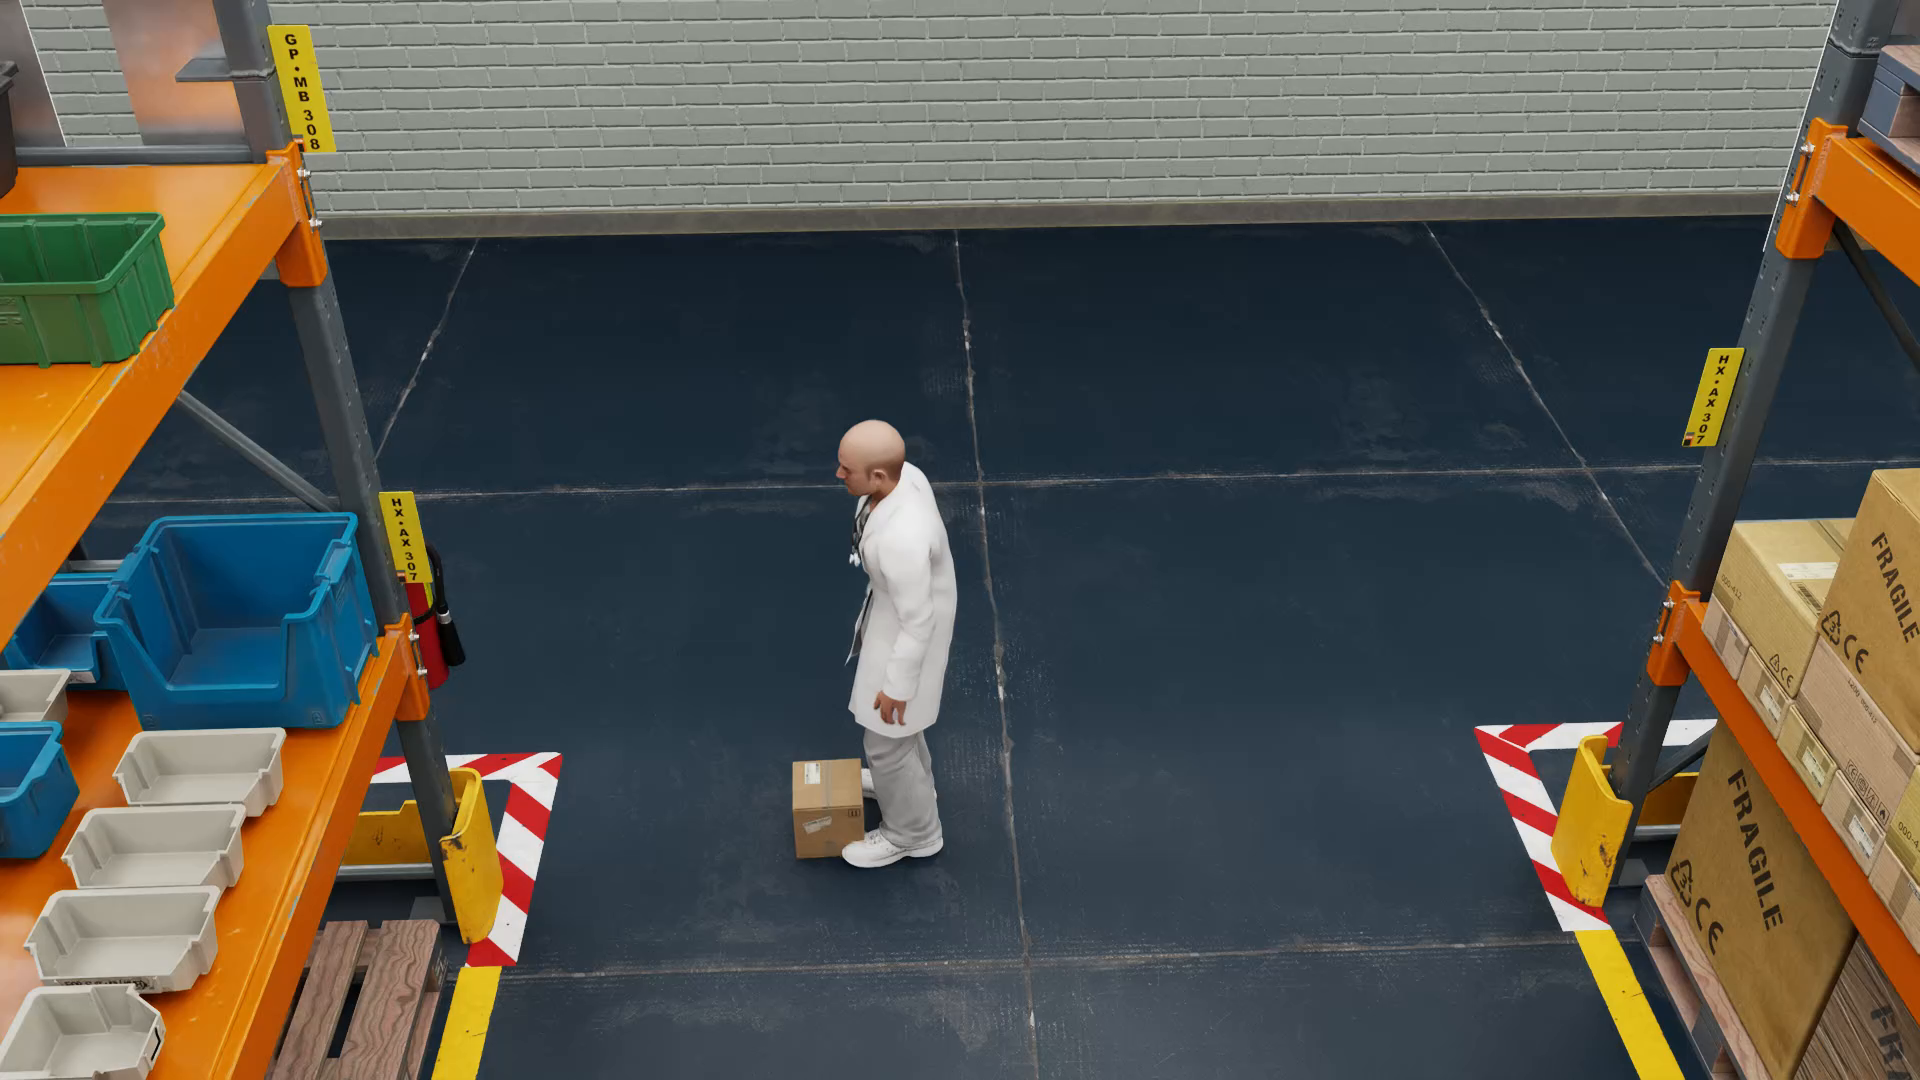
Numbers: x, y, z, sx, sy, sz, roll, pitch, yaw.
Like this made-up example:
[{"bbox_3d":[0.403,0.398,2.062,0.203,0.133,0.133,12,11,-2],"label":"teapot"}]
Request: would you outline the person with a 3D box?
[{"bbox_3d":[-0.228,0.353,5.651,0.429,1.772,0.647,-4,35,-5],"label":"person"}]
